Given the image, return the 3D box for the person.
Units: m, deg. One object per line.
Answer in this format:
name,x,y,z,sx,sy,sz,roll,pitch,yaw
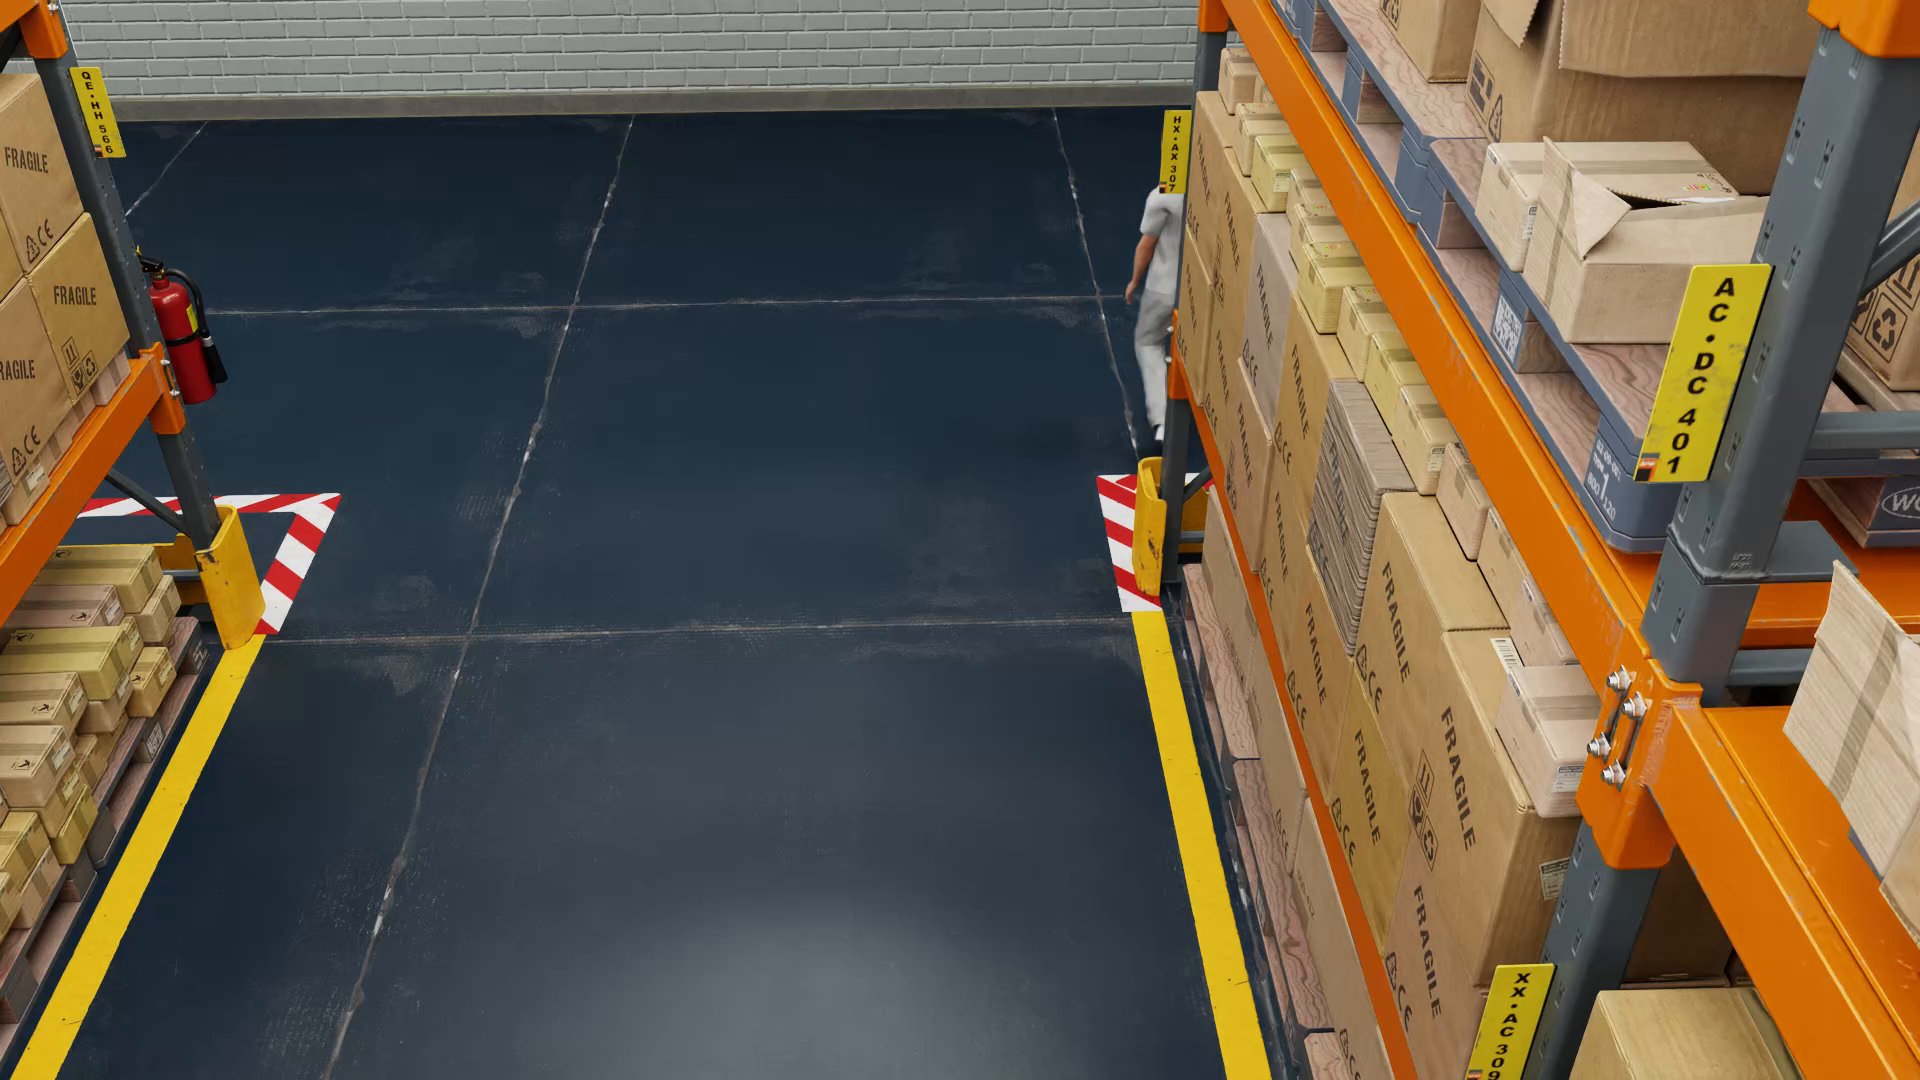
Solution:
person,1.074,-1.175,7.794,0.533,1.655,0.550,-7,36,-10
